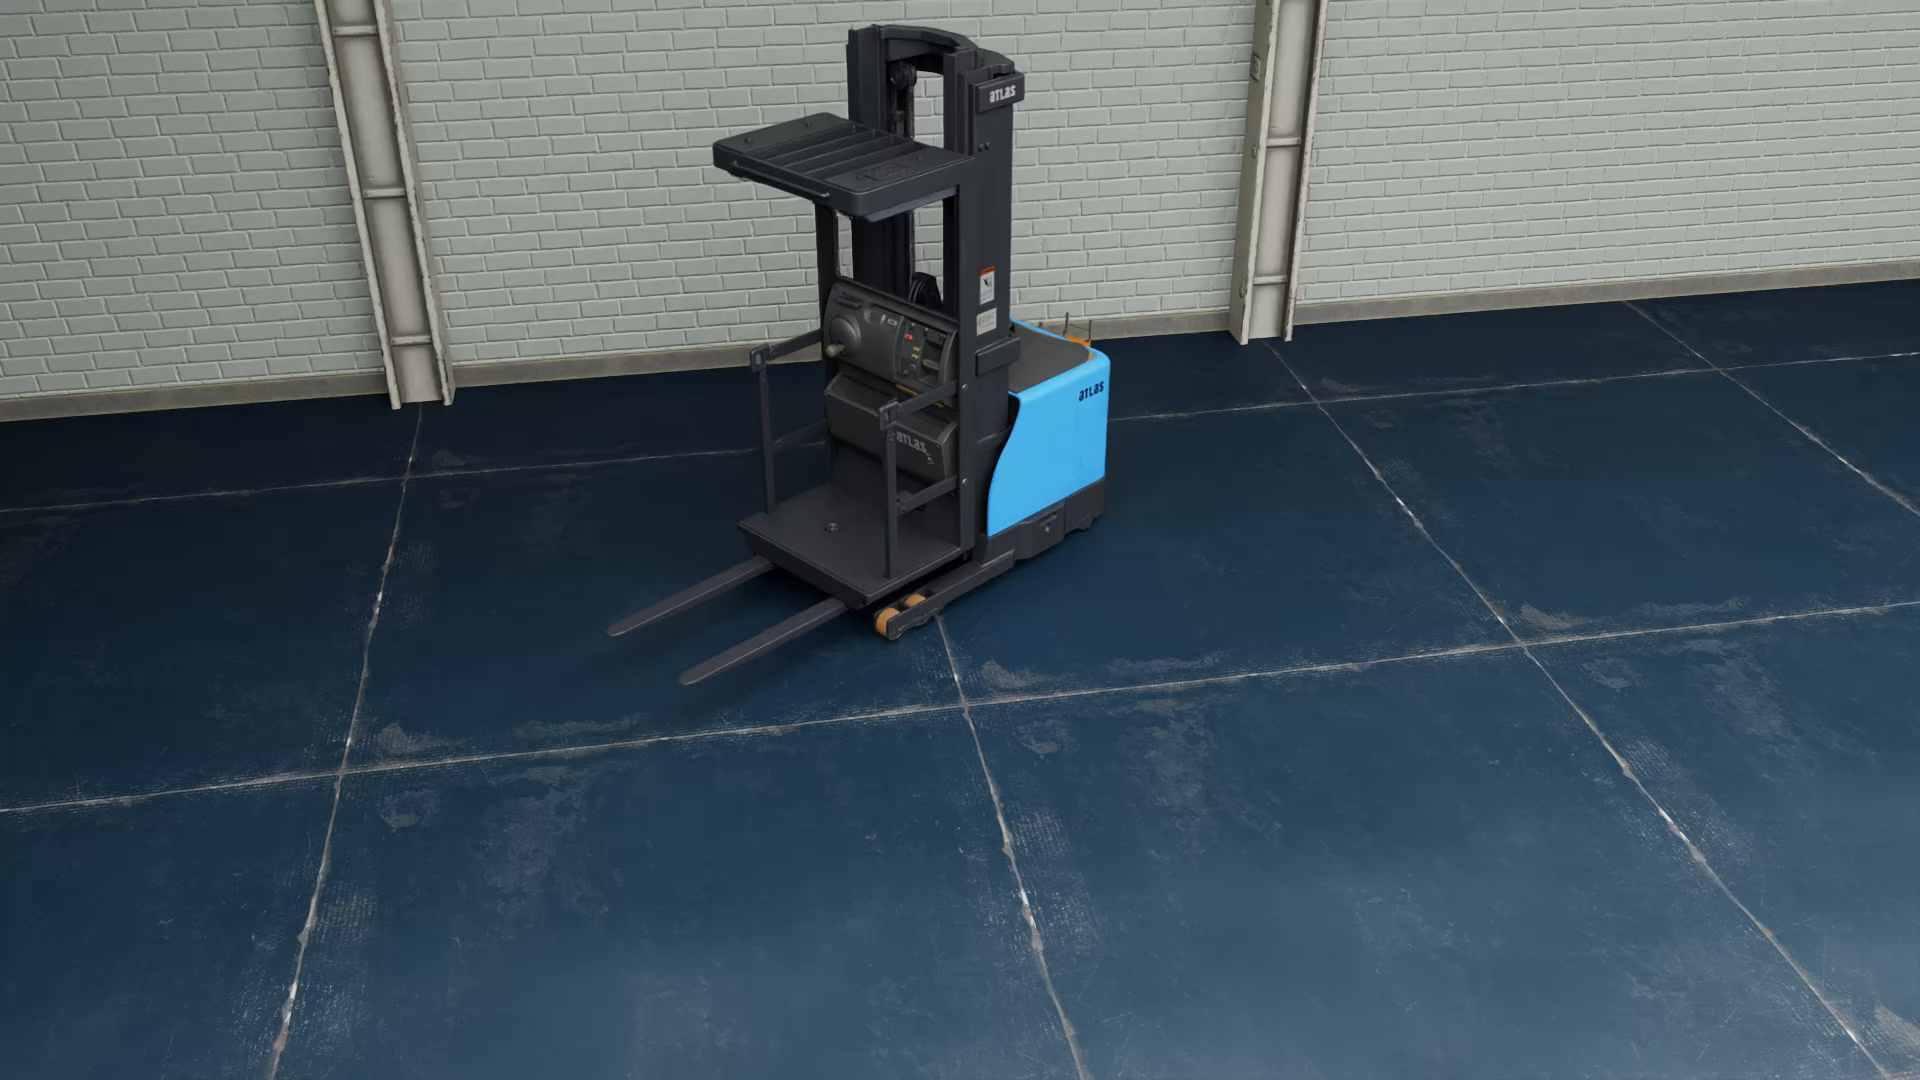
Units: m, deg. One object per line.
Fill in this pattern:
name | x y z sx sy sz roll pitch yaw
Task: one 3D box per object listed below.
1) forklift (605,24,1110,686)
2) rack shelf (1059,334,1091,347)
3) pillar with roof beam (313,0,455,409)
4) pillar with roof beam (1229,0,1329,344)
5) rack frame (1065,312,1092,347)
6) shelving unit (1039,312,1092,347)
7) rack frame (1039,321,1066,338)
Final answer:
forklift | -0.523 -1.028 8.607 1.130 2.935 3.031 26 40 37
rack shelf | 0.622 -1.080 10.003 0.215 0.259 0.240 26 37 36
pillar with roof beam | -2.904 -2.713 5.486 0.400 9.000 9.100 -5 31 -9
pillar with roof beam | 2.998 -3.261 6.418 0.400 9.000 9.100 -5 31 -9
rack frame | 0.698 -0.881 10.213 0.200 1.050 0.008 26 37 36
shelving unit | 0.614 -0.841 10.134 0.215 1.050 0.252 26 37 36
rack frame | 0.531 -0.800 10.055 0.200 1.050 0.008 26 37 36
